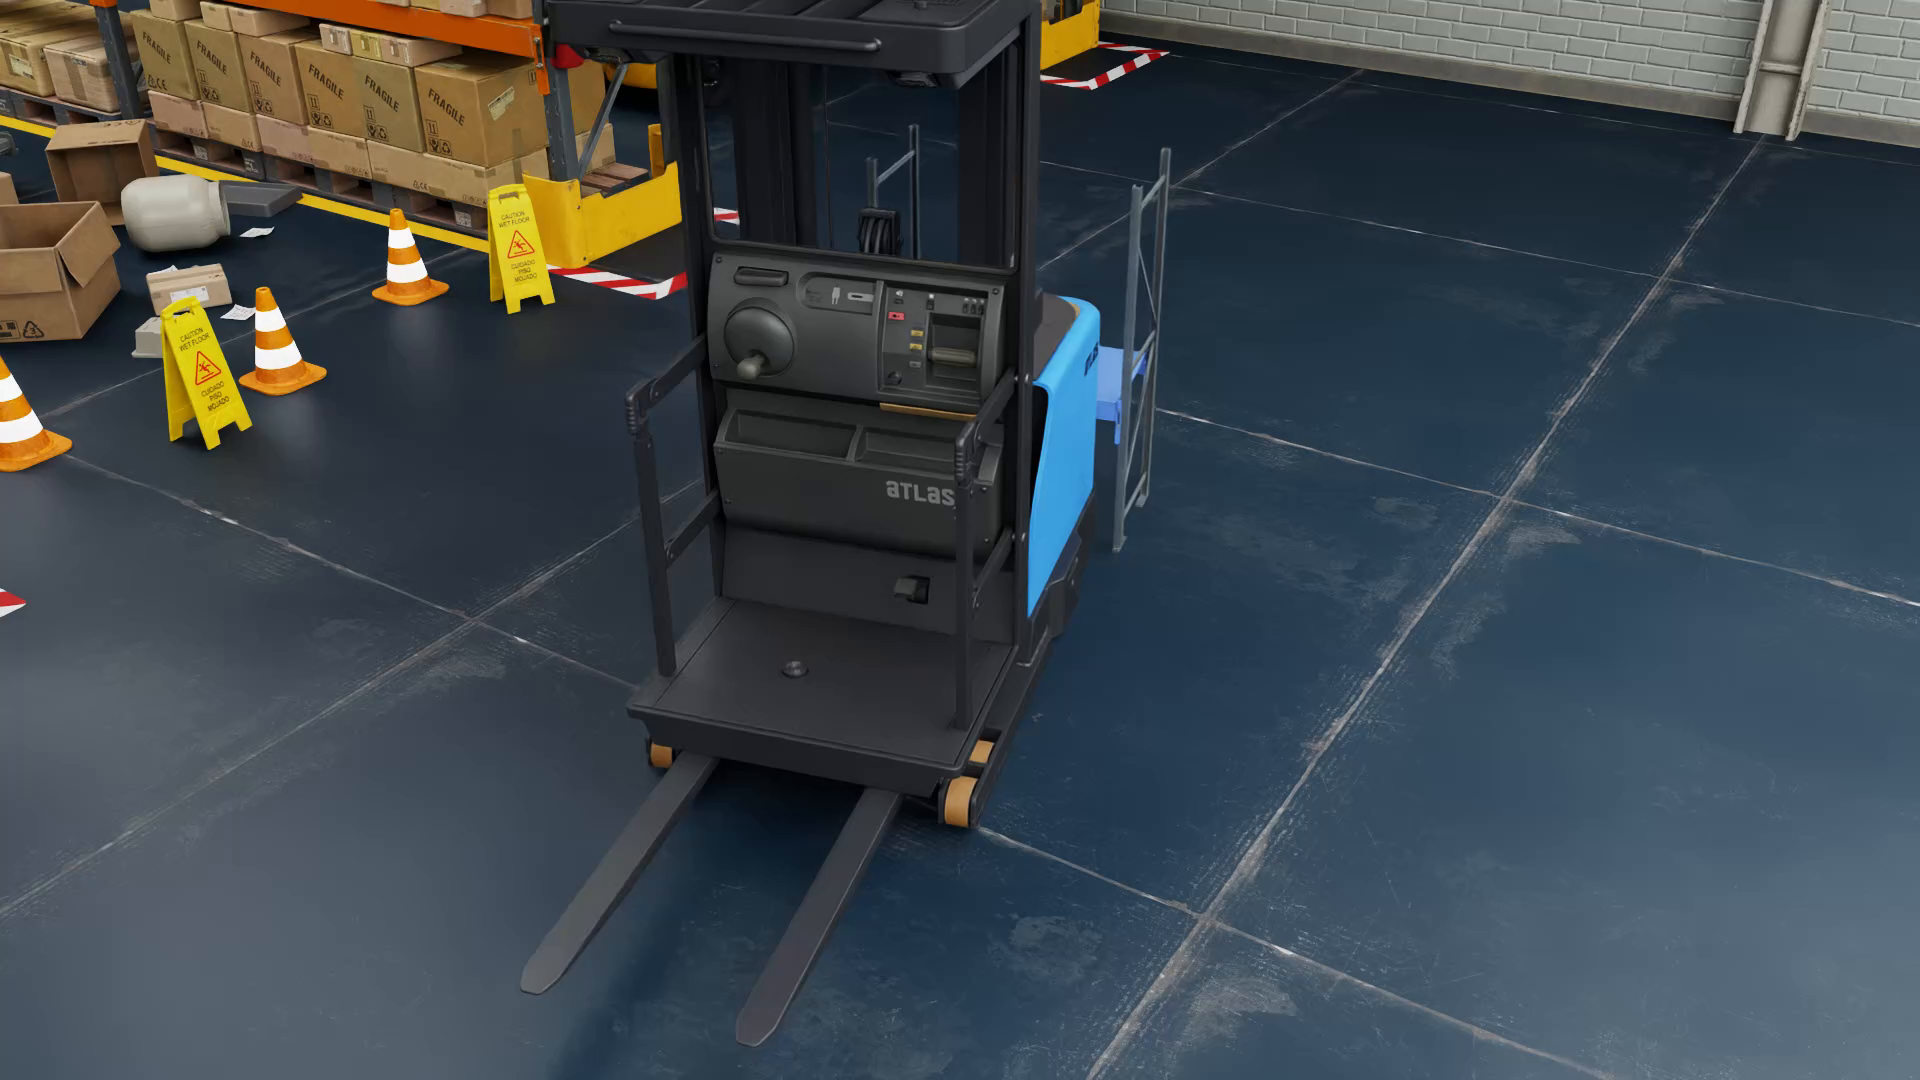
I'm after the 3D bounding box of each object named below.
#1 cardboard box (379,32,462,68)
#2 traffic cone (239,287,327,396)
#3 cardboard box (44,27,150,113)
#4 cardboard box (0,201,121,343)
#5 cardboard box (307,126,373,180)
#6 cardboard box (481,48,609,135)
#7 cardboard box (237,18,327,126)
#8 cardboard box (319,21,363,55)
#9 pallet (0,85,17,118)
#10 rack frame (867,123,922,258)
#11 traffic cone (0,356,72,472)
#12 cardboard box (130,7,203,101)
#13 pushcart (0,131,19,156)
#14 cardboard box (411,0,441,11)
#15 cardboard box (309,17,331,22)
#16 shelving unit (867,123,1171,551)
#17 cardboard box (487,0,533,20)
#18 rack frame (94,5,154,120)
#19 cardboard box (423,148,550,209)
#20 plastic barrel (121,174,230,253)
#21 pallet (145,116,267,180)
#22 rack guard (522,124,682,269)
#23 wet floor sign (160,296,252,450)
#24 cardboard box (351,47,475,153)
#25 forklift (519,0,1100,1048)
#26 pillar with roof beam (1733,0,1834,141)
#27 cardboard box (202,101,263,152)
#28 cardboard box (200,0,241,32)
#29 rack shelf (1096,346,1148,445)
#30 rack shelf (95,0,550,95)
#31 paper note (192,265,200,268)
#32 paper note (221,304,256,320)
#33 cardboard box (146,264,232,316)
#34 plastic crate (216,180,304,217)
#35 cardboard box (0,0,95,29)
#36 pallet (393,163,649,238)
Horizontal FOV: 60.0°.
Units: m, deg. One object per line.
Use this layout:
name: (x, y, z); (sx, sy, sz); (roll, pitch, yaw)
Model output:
cardboard box: (-3.108, -2.855, 9.590); (0.250, 0.149, 0.380); (19, 35, 29)
traffic cone: (-3.296, -0.988, 7.984); (0.334, 0.463, 0.336); (18, 35, 27)
cardboard box: (-5.777, -3.341, 11.691); (0.625, 0.372, 0.950); (18, 35, 28)
cardboard box: (-4.777, -1.396, 8.643); (0.637, 0.503, 0.797); (-4, 30, -7)
cardboard box: (-3.652, -2.459, 10.301); (0.500, 0.250, 0.500); (16, 34, 26)
cardboard box: (-2.500, -2.742, 10.041); (0.500, 0.500, 0.500); (16, 34, 26)
cardboard box: (-4.078, -2.922, 10.349); (0.500, 0.500, 0.500); (20, 36, 30)
cardboard box: (-3.541, -2.995, 9.830); (0.250, 0.149, 0.380); (19, 35, 29)
pallet: (-7.029, -3.485, 12.515); (1.213, 0.211, 1.003); (18, 35, 27)
rack frame: (-0.254, -0.891, 6.790); (0.032, 1.500, 0.500); (10, 32, 16)
traffic cone: (-4.185, -0.597, 7.313); (0.334, 0.463, 0.336); (18, 35, 27)
cardboard box: (-4.975, -3.200, 10.826); (0.500, 0.500, 0.500); (19, 35, 30)
pushcart: (-6.501, -2.036, 9.866); (0.936, 0.377, 1.648); (6, 31, 10)
cardboard box: (-2.854, -3.083, 9.306); (0.250, 0.149, 0.380); (17, 34, 27)
cardboard box: (-3.823, -3.157, 10.753); (0.500, 0.500, 0.500); (20, 36, 30)
shelving unit: (0.227, -0.808, 6.647); (1.048, 1.500, 0.538); (10, 32, 16)
cardboard box: (-2.374, -2.984, 9.138); (0.250, 0.149, 0.380); (19, 35, 29)
rack frame: (-5.332, -4.155, 10.896); (0.127, 3.000, 1.000); (18, 35, 27)
cardboard box: (-2.792, -2.186, 9.832); (0.500, 0.250, 0.500); (17, 34, 27)
plastic barrel: (-4.498, -1.878, 9.549); (0.512, 0.421, 0.421); (-9, 32, -15)
pallet: (-4.744, -2.786, 11.316); (1.213, 0.211, 1.003); (18, 35, 27)
rack guard: (-2.008, -2.024, 9.724); (0.348, 0.500, 1.175); (18, 35, 27)
wet floor sign: (-3.413, -0.764, 7.420); (0.232, 0.644, 0.267); (12, 32, 19)
cardboard box: (-3.205, -2.643, 9.872); (0.500, 0.500, 0.500); (19, 35, 29)
forklift: (-0.384, -0.589, 4.851); (1.130, 2.935, 3.031); (9, 31, 15)
pillar with roof beam: (3.375, -4.921, 6.255); (0.400, 9.000, 9.100); (18, 35, 27)
cardboard box: (-4.517, -2.738, 10.778); (0.500, 0.250, 0.500); (20, 36, 30)
cardboard box: (-4.465, -3.284, 10.326); (0.250, 0.149, 0.380); (19, 35, 29)
rack shelf: (0.227, -0.653, 6.738); (1.000, 0.185, 0.538); (10, 32, 16)
rack shelf: (-3.638, -3.309, 10.159); (4.000, 0.370, 1.077); (18, 35, 27)
paper note: (-4.277, -1.531, 9.364); (0.123, 0.001, 0.032); (18, 35, 27)
paper note: (-3.803, -1.205, 8.785); (0.142, 0.019, 0.148); (6, 31, 10)
cardboard box: (-4.127, -1.341, 8.901); (0.380, 0.149, 0.250); (-15, 33, -24)
plastic crate: (-4.438, -2.124, 10.311); (0.583, 0.080, 0.402); (6, 31, 10)
cardboard box: (-6.978, -3.718, 12.337); (0.625, 0.372, 0.950); (19, 35, 29)
pallet: (-2.677, -2.132, 10.196); (1.213, 0.211, 1.003); (18, 35, 27)
